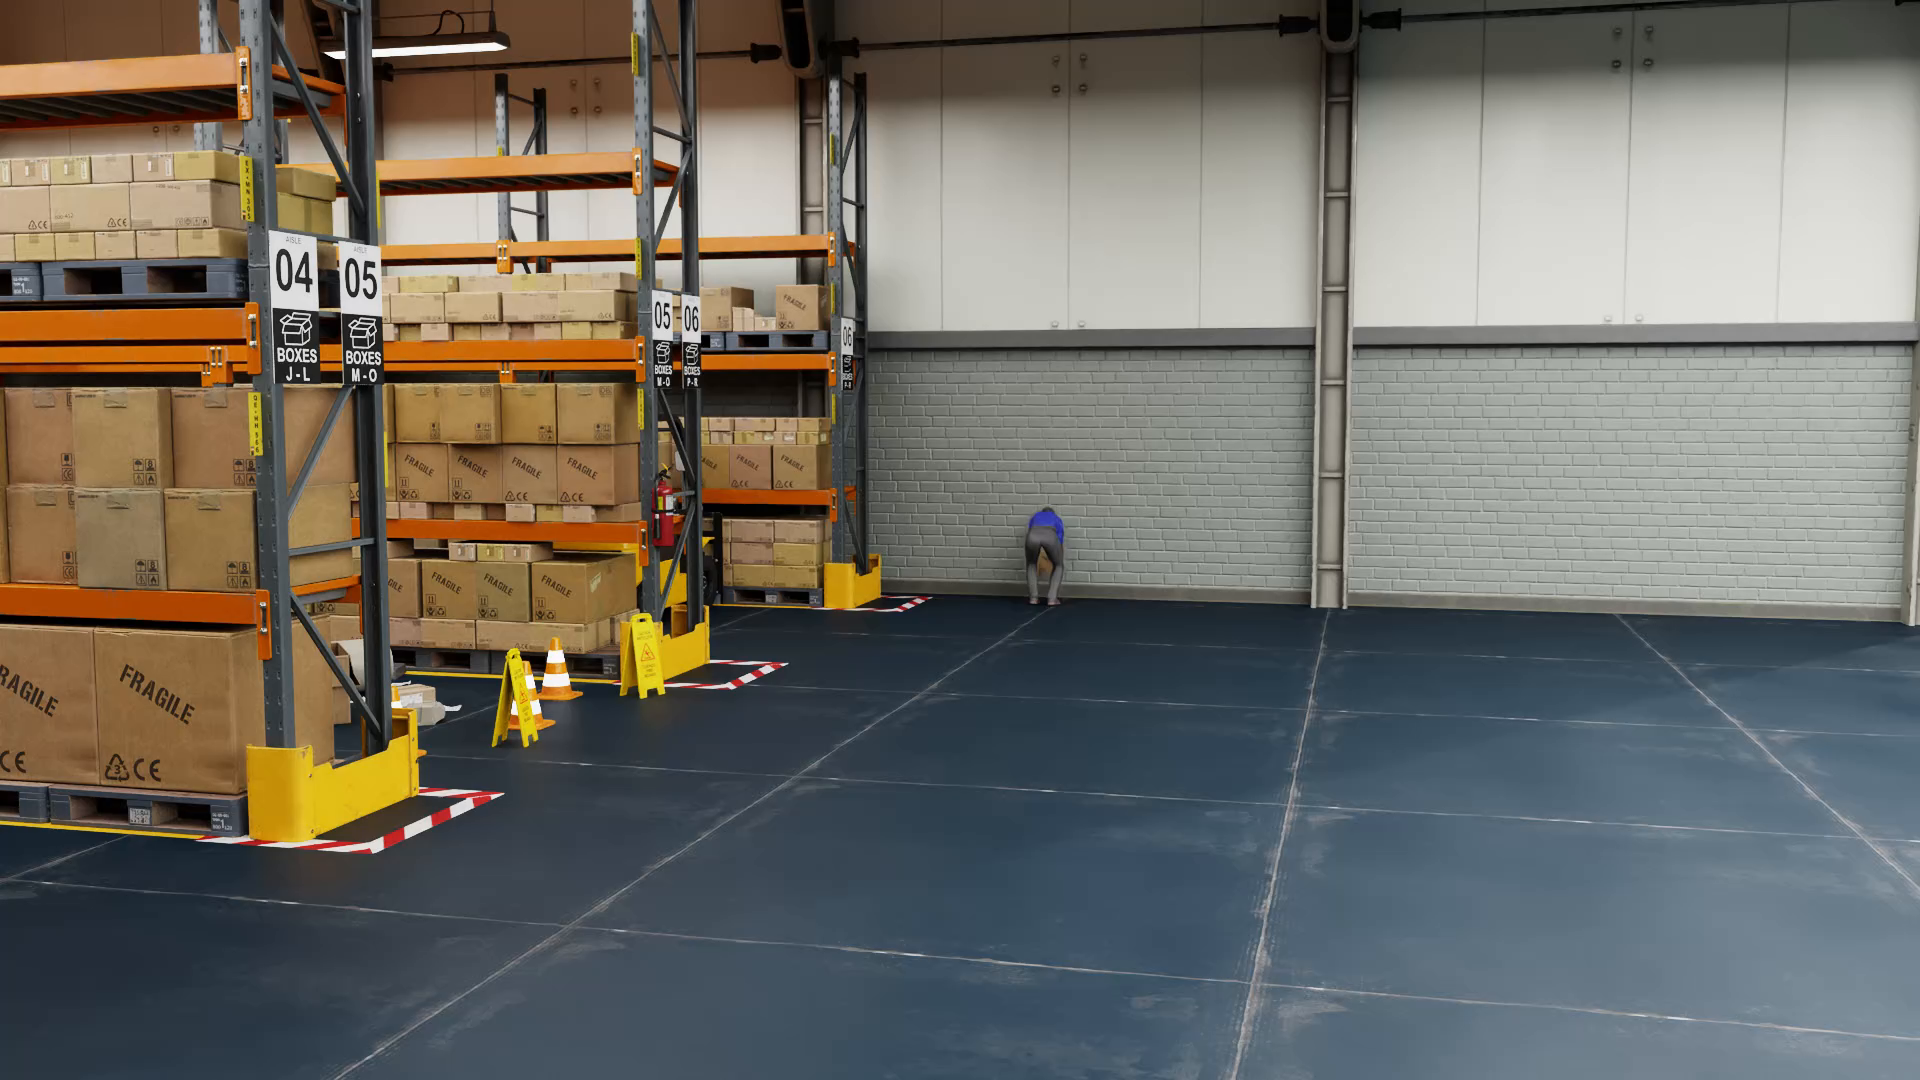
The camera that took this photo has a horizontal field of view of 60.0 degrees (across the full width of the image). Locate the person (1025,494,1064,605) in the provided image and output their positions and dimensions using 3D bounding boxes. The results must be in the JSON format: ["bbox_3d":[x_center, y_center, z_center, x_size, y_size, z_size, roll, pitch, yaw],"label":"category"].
[{"bbox_3d":[0.971,0.112,18.857,0.425,1.220,0.825,1,5,12],"label":"person"}]
